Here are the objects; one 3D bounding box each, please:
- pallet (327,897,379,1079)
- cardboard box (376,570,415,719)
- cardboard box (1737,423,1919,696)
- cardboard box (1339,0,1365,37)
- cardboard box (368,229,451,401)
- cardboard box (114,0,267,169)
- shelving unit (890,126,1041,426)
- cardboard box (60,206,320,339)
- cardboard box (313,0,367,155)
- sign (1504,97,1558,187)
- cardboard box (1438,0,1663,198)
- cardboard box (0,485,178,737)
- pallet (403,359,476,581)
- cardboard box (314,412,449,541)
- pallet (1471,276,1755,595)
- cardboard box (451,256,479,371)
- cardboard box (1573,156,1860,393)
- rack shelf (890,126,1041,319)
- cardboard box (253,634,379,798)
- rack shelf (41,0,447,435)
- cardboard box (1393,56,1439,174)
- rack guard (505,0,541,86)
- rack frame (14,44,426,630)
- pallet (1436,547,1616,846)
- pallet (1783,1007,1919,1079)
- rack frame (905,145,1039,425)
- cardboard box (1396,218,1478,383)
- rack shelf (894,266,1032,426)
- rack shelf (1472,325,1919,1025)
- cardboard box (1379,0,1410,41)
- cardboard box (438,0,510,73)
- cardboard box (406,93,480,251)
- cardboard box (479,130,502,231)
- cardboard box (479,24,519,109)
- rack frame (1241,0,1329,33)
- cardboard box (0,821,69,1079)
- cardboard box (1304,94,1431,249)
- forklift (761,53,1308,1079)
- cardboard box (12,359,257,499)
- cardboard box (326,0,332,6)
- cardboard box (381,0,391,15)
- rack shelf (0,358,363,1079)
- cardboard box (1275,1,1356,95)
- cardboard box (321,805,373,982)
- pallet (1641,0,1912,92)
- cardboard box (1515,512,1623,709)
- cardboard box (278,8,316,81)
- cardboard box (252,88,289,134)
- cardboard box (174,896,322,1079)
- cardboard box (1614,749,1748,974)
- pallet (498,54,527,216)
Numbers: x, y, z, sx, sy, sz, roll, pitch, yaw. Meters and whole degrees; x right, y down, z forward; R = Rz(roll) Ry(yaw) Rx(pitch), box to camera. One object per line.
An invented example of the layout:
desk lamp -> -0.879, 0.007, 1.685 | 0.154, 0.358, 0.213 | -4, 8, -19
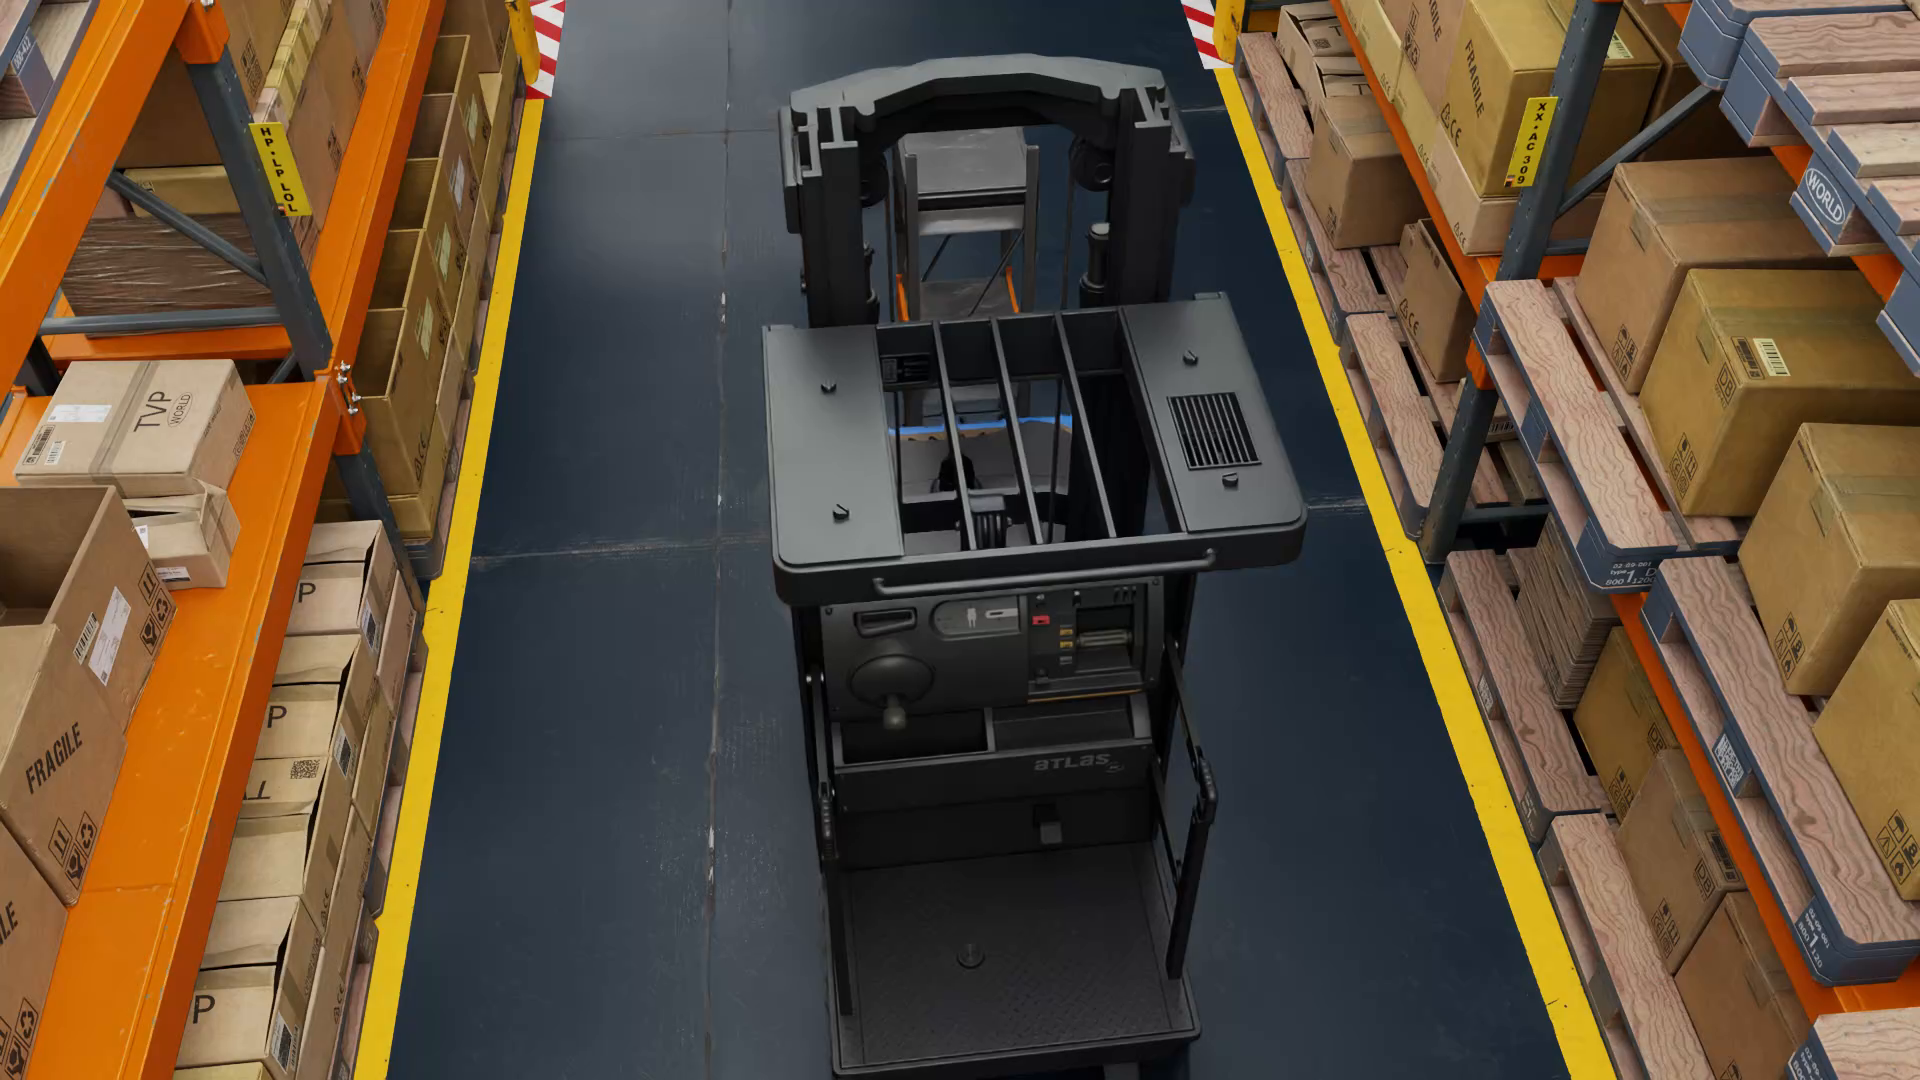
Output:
pallet -> -2.375, 1.676, 5.017 | 1.003, 0.211, 1.213 | -3, 47, -3
cardboard box -> -2.257, 0.385, 5.924 | 0.500, 0.250, 0.500 | -4, 47, -4
cardboard box -> 2.490, 0.062, 4.254 | 0.700, 0.500, 0.500 | 2, 47, 2
cardboard box -> 1.879, -2.370, 7.018 | 0.500, 0.250, 0.500 | -3, 47, -3
cardboard box -> -2.357, -0.871, 6.597 | 0.500, 0.500, 0.500 | -3, 47, -3
cardboard box -> -2.624, -1.499, 5.142 | 0.700, 0.500, 0.500 | -3, 47, -3
shelving unit -> 0.007, -0.612, 5.884 | 0.431, 2.100, 0.503 | -5, 47, -5
cardboard box -> -2.624, -1.053, 5.613 | 0.700, 0.500, 0.500 | -5, 47, -4
cardboard box -> -2.713, -1.798, 6.318 | 0.700, 0.500, 0.500 | -3, 47, -3
sign -> 1.815, -1.261, 5.282 | 0.100, 0.325, 0.005 | -3, 47, -3
cardboard box -> 2.008, -1.539, 5.714 | 0.500, 0.500, 0.500 | -4, 47, -3
cardboard box -> -2.488, 0.205, 4.421 | 0.500, 0.500, 0.500 | 0, 47, 0
pallet -> -2.605, -0.317, 6.905 | 1.003, 0.211, 1.213 | -3, 47, -3
cardboard box -> -2.317, -0.251, 6.527 | 0.500, 0.250, 0.500 | -3, 47, -3
pallet -> 2.274, -0.374, 5.171 | 1.003, 0.211, 1.213 | -3, 47, -3
cardboard box -> -2.391, -0.975, 7.212 | 0.500, 0.250, 0.500 | -3, 47, -3
cardboard box -> 2.364, -0.818, 5.086 | 0.700, 0.500, 0.500 | -3, 47, -3
rack shelf -> 0.008, -1.084, 5.385 | 0.431, 0.518, 0.480 | -5, 47, -5
cardboard box -> -2.211, 0.562, 5.371 | 0.500, 0.311, 0.500 | -2, 47, -2
rack shelf -> -2.748, -1.898, 6.977 | 1.077, 0.370, 4.000 | -3, 47, -3
cardboard box -> 1.980, -1.643, 6.329 | 0.500, 0.250, 0.500 | -3, 47, -3
rack guard -> -2.917, -2.750, 9.010 | 1.175, 0.500, 0.348 | -3, 47, -3
rack frame -> -2.581, -0.698, 5.345 | 1.000, 3.000, 0.127 | -3, 47, -3
pallet -> 2.422, 0.520, 6.112 | 1.003, 0.211, 1.213 | -3, 47, -3
pallet -> 2.524, 1.449, 3.444 | 1.213, 0.211, 1.003 | -3, 47, -3
rack frame -> 0.036, -0.436, 5.717 | 0.400, 2.100, 0.015 | -5, 47, -5
cardboard box -> 2.229, -1.042, 7.090 | 0.500, 0.500, 0.500 | -7, 47, -6
rack shelf -> 0.007, -0.603, 5.894 | 0.431, 0.518, 0.480 | -5, 47, -5
rack shelf -> 2.523, 0.692, 4.524 | 1.077, 0.370, 4.000 | -3, 47, -3
cardboard box -> 1.929, -2.264, 6.402 | 0.500, 0.500, 0.500 | -5, 47, -4
cardboard box -> -2.574, -2.679, 8.310 | 0.500, 0.500, 0.500 | -3, 47, -3
cardboard box -> -2.435, -1.595, 7.283 | 0.500, 0.500, 0.500 | -3, 47, -3
cardboard box -> -2.479, -1.699, 7.897 | 0.500, 0.250, 0.500 | -3, 47, -3
cardboard box -> -2.576, -2.421, 8.582 | 0.500, 0.250, 0.500 | -3, 47, -3
rack frame -> 2.021, -3.896, 8.374 | 1.000, 3.000, 0.127 | -3, 47, -3
cardboard box -> -2.402, 0.948, 3.717 | 0.500, 0.500, 0.500 | -6, 47, -5
cardboard box -> 2.048, -1.736, 7.746 | 0.700, 0.500, 0.500 | -6, 47, -6
forklift -> 0.119, 0.394, 4.359 | 1.130, 2.935, 3.031 | -5, 47, -5
cardboard box -> -2.496, -0.293, 5.065 | 0.500, 0.250, 0.500 | -1, 47, -1
cardboard box -> -2.522, -2.094, 6.152 | 0.380, 0.149, 0.250 | -5, 47, -4
cardboard box -> -2.805, -2.549, 7.029 | 0.700, 0.500, 0.500 | -3, 47, -3
rack shelf -> -2.413, 0.996, 4.236 | 1.077, 0.370, 4.000 | -3, 47, -3
cardboard box -> 1.989, -2.617, 8.711 | 0.500, 0.311, 0.500 | -8, 47, -8
cardboard box -> -2.173, 1.121, 5.227 | 0.500, 0.250, 0.500 | -3, 47, -2
pallet -> 2.301, -1.516, 4.183 | 1.213, 0.211, 1.003 | -3, 47, -3
cardboard box -> 2.434, 0.238, 5.878 | 0.700, 0.500, 0.500 | -2, 47, -2
cardboard box -> -2.478, -1.720, 5.797 | 0.380, 0.149, 0.250 | -4, 47, -4
cardboard box -> -2.431, -1.344, 5.441 | 0.380, 0.149, 0.250 | -3, 47, -3
cardboard box -> -2.133, 1.287, 4.684 | 0.500, 0.311, 0.500 | -4, 47, -4
cardboard box -> 2.529, 0.980, 5.174 | 0.700, 0.500, 0.500 | -3, 47, -3
pallet -> -2.810, -2.083, 8.577 | 1.003, 0.211, 1.213 | -3, 47, -3
